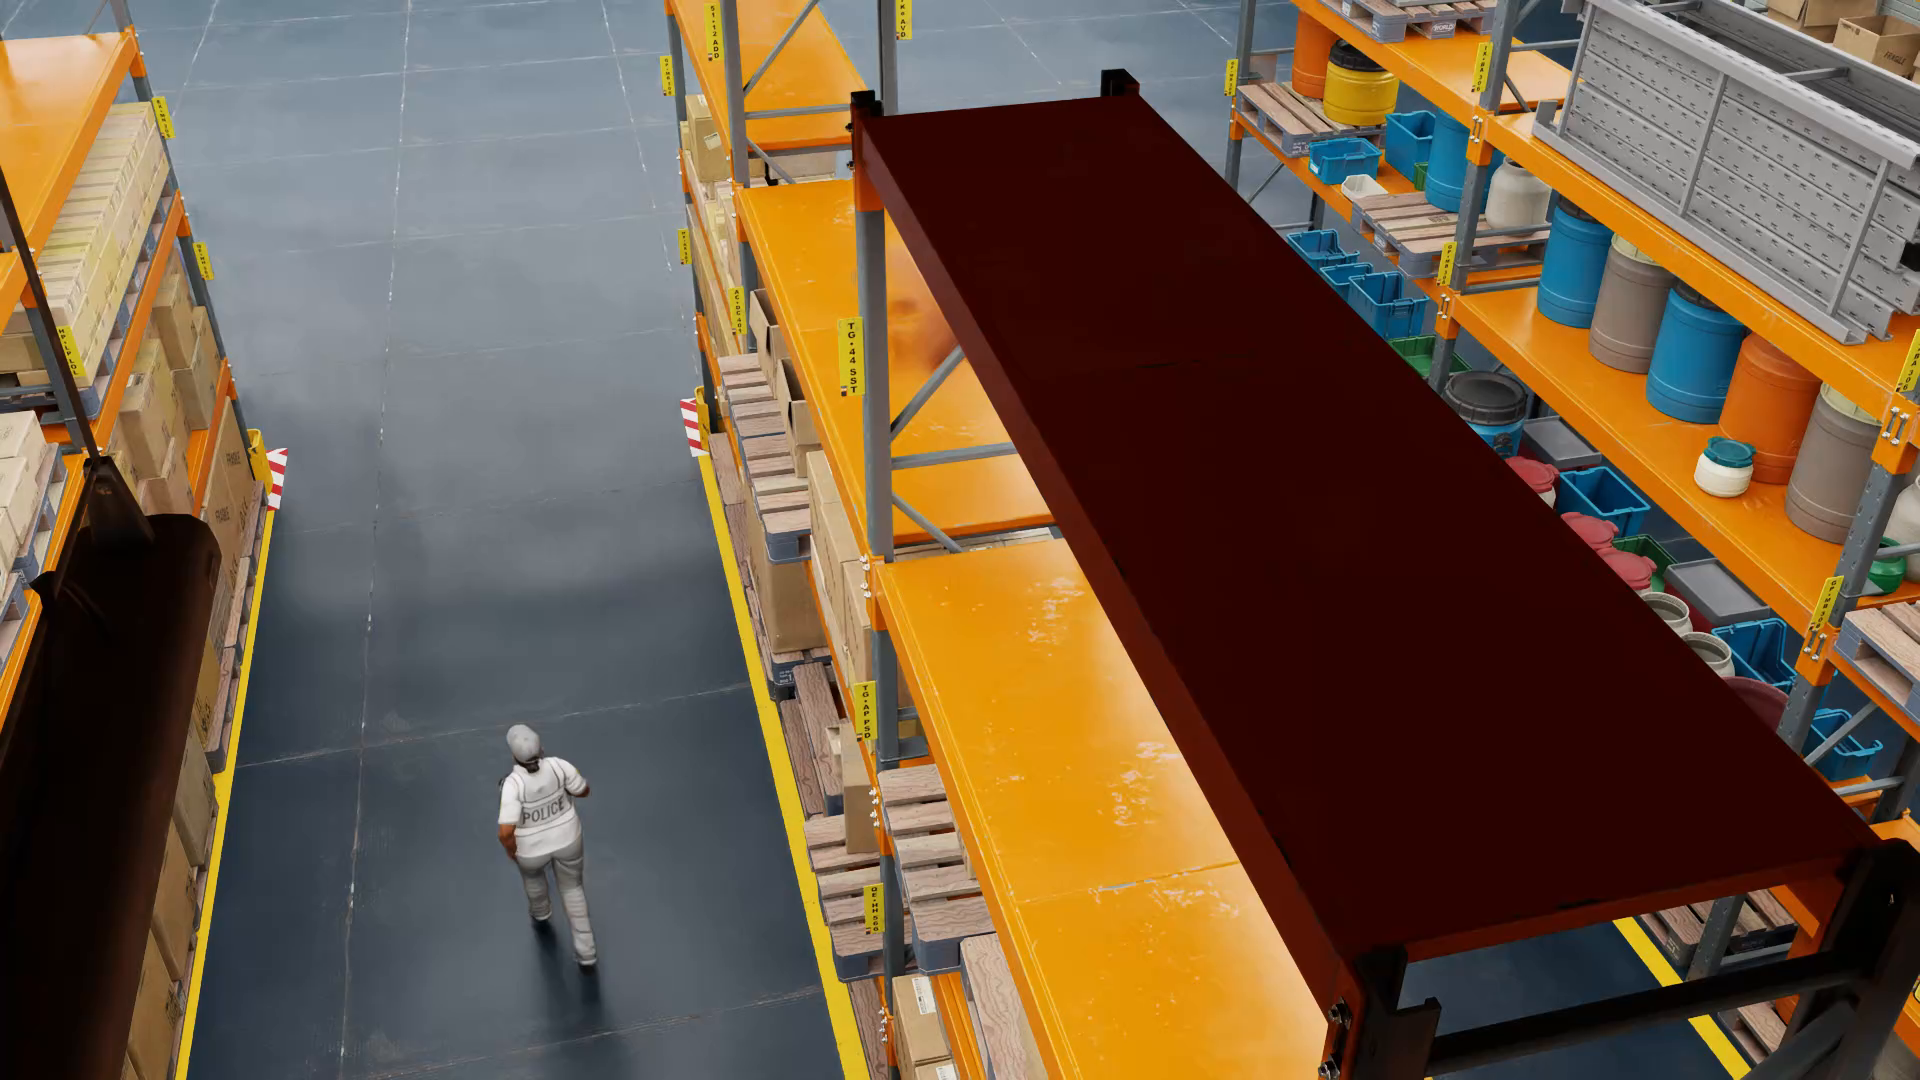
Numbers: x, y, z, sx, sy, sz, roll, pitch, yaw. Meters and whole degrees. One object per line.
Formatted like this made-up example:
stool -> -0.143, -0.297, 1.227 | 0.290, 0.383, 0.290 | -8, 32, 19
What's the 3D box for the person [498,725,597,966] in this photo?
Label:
person -> -2.460, 1.819, 9.958 | 0.594, 1.693, 0.873 | -15, 37, -21
